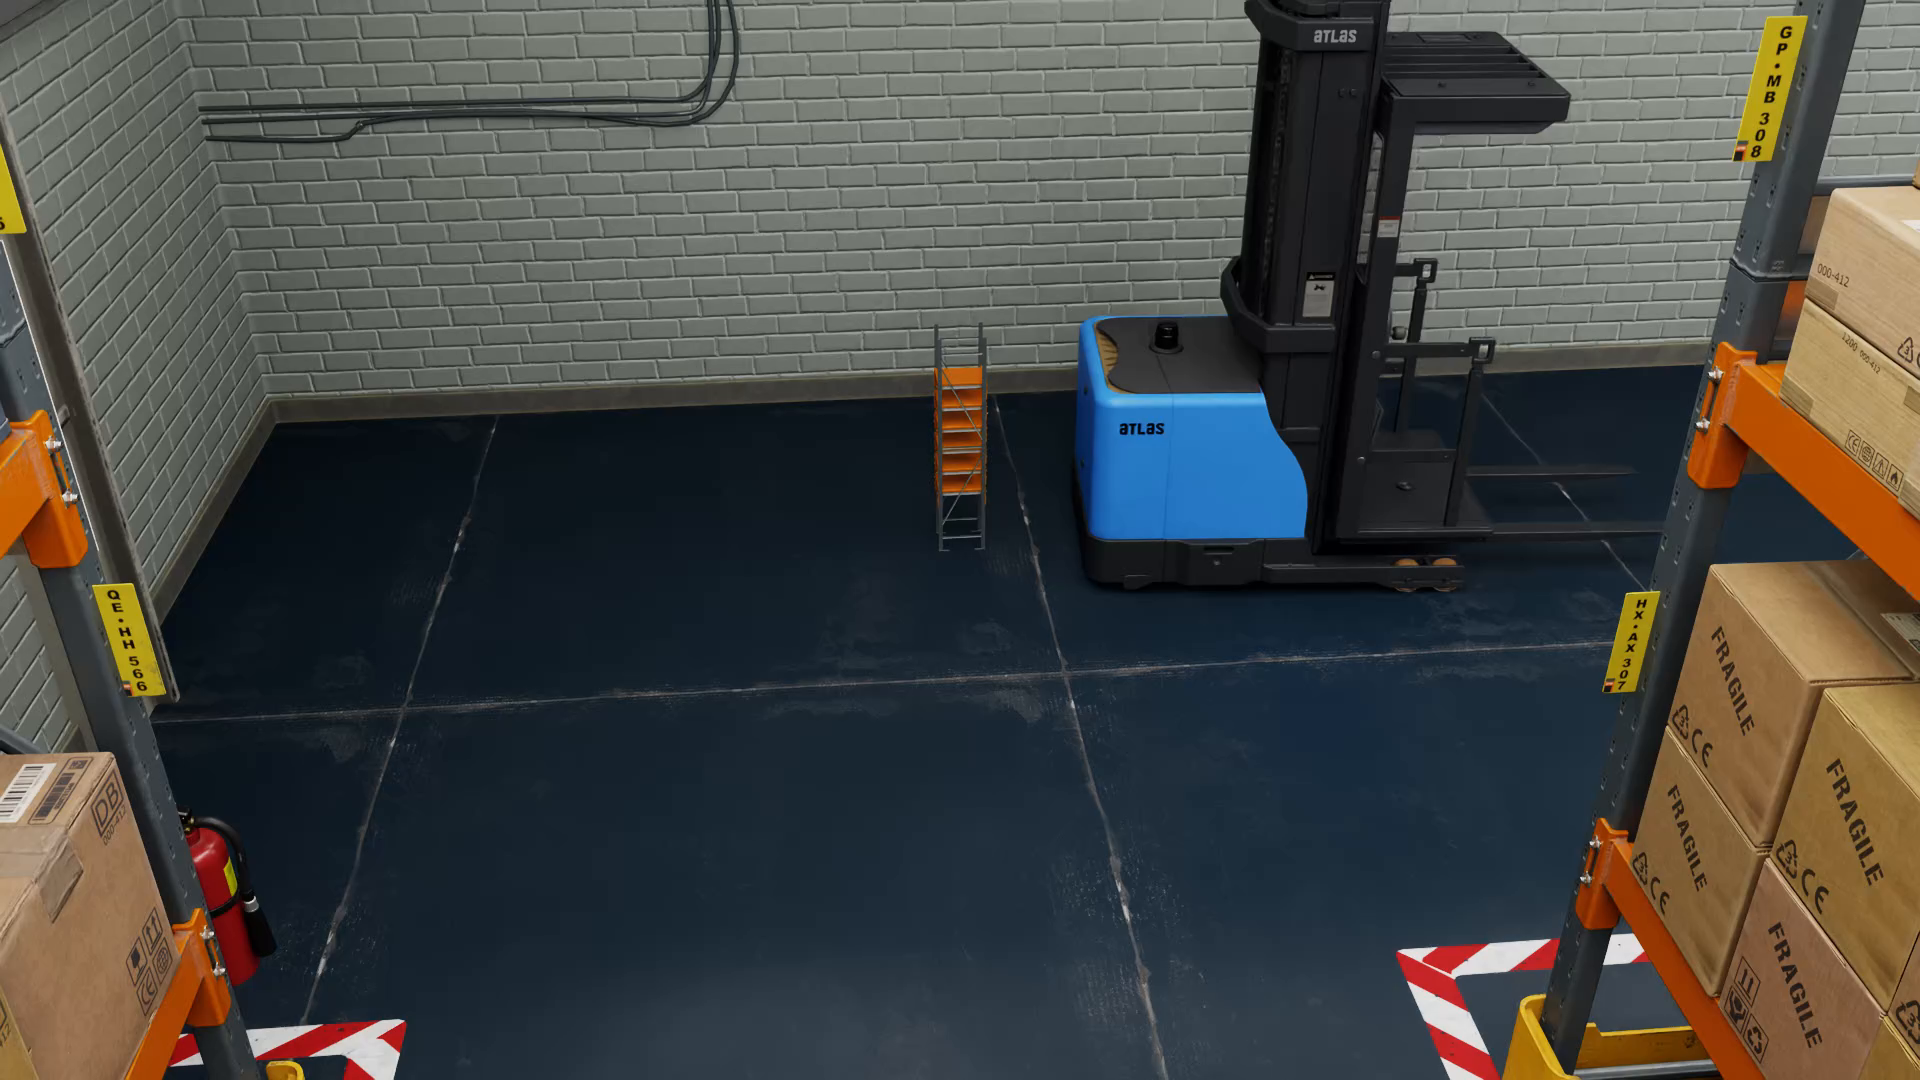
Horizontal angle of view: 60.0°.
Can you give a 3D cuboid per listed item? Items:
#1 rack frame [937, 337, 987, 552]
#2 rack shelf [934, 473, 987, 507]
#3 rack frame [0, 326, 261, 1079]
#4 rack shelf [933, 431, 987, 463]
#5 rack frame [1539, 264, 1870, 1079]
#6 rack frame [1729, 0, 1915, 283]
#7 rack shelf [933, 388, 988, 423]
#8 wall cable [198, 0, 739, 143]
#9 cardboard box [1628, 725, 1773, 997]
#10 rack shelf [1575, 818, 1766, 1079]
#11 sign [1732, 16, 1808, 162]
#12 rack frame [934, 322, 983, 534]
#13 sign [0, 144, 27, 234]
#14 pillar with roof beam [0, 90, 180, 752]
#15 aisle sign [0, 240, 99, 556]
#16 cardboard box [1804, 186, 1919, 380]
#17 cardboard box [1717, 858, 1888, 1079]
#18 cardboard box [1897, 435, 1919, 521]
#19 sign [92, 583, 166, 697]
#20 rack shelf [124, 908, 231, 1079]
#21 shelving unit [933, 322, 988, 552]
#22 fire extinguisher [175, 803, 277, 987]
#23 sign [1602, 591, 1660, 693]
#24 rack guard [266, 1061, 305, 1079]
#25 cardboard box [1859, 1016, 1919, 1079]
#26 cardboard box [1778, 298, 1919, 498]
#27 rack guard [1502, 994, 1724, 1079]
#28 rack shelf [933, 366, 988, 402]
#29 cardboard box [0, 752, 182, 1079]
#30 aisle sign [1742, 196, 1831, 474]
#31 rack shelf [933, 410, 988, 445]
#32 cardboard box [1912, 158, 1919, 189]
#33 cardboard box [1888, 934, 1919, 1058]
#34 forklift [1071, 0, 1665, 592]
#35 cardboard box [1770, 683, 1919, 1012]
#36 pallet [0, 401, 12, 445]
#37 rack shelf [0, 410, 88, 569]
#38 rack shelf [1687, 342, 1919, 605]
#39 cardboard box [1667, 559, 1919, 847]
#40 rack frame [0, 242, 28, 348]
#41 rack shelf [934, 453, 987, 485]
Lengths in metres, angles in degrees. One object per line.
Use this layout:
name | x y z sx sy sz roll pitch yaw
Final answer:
rack frame | 0.010 -0.461 8.352 0.240 1.200 0.006 -3 31 -5
rack shelf | 0.001 -0.264 8.576 0.258 0.103 0.180 -3 31 -5
rack frame | -2.568 0.864 4.378 1.000 3.000 0.127 -3 31 -5
rack shelf | 0.001 -0.470 8.453 0.258 0.103 0.180 -3 31 -5
rack frame | 2.364 0.625 4.778 1.000 3.000 0.127 -3 31 -5
rack frame | 2.364 -1.950 3.240 1.000 3.000 0.127 -3 31 -5
rack shelf | 0.001 -0.676 8.330 0.258 0.103 0.180 -3 31 -5
wall cable | -2.740 -3.283 8.499 3.097 2.526 0.112 -3 31 -5
cardboard box | 2.143 0.821 4.352 0.500 0.500 0.500 -2 31 -4
rack shelf | 2.551 1.955 3.253 1.077 0.370 4.000 -3 31 -5
sign | 1.824 -1.012 3.741 0.100 0.325 0.005 -3 31 -5
rack frame | -0.007 -0.554 8.508 0.240 1.200 0.006 -3 31 -5
sign | -2.026 -0.788 3.433 0.100 0.325 0.005 -3 31 -5
pillar with roof beam | 0.605 -3.254 5.423 9.100 9.000 0.400 -3 31 -5
aisle sign | -2.276 -0.303 3.797 0.394 0.787 0.004 -3 31 -5
cardboard box | 2.153 -0.538 3.459 0.500 0.250 0.500 -3 31 -5
cardboard box | 2.196 1.085 3.911 0.500 0.500 0.500 -3 31 -5
cardboard box | 2.193 -0.068 3.159 0.500 0.250 0.500 -3 31 -5
sign | -2.026 0.247 4.052 0.100 0.325 0.005 -3 31 -5
rack shelf | -2.381 2.194 2.853 1.077 0.370 4.000 -3 31 -5
shelving unit | 0.001 -0.508 8.430 0.258 1.200 0.189 -3 31 -5
fire extinguisher | -2.122 0.959 4.659 0.296 0.674 0.183 -3 31 -5
sign | 1.824 0.280 4.512 0.100 0.325 0.005 -3 31 -5
rack guard | -2.570 1.925 5.039 1.175 0.500 0.348 -3 31 -5
cardboard box | 2.240 1.341 3.482 0.500 0.500 0.500 -3 31 -5
cardboard box | 2.159 -0.324 3.588 0.500 0.250 0.500 -3 31 -5
rack guard | 2.371 1.737 5.354 1.175 0.500 0.348 -3 31 -5
rack shelf | 0.001 -0.779 8.268 0.258 0.103 0.180 -3 31 -5
cardboard box | -2.510 0.996 3.866 0.980 0.700 0.700 -1 31 -2
aisle sign | 2.065 -0.512 4.146 0.394 0.787 0.004 -3 31 -5
rack shelf | 0.001 -0.573 8.391 0.258 0.103 0.180 -3 31 -5
cardboard box | 2.428 -0.873 3.289 0.700 0.500 0.500 -3 31 -5
cardboard box | 2.241 0.914 3.221 0.500 0.500 0.500 -2 31 -4
forklift | 2.129 -1.270 8.018 3.031 2.935 1.130 -1 31 -1
cardboard box | 2.199 0.659 3.649 0.500 0.500 0.500 -2 31 -4
pallet | -2.488 -0.007 2.998 1.003 0.211 1.213 -3 31 -5
rack shelf | -2.381 0.907 2.083 1.077 0.370 4.000 -3 31 -5
rack shelf | 2.551 0.667 2.484 1.077 0.370 4.000 -3 31 -5
cardboard box | 2.143 0.392 4.096 0.500 0.500 0.500 -2 31 -3
rack frame | -2.568 -1.711 2.839 1.000 3.000 0.127 -3 31 -5
rack shelf | 0.001 -0.367 8.514 0.258 0.103 0.180 -3 31 -5
